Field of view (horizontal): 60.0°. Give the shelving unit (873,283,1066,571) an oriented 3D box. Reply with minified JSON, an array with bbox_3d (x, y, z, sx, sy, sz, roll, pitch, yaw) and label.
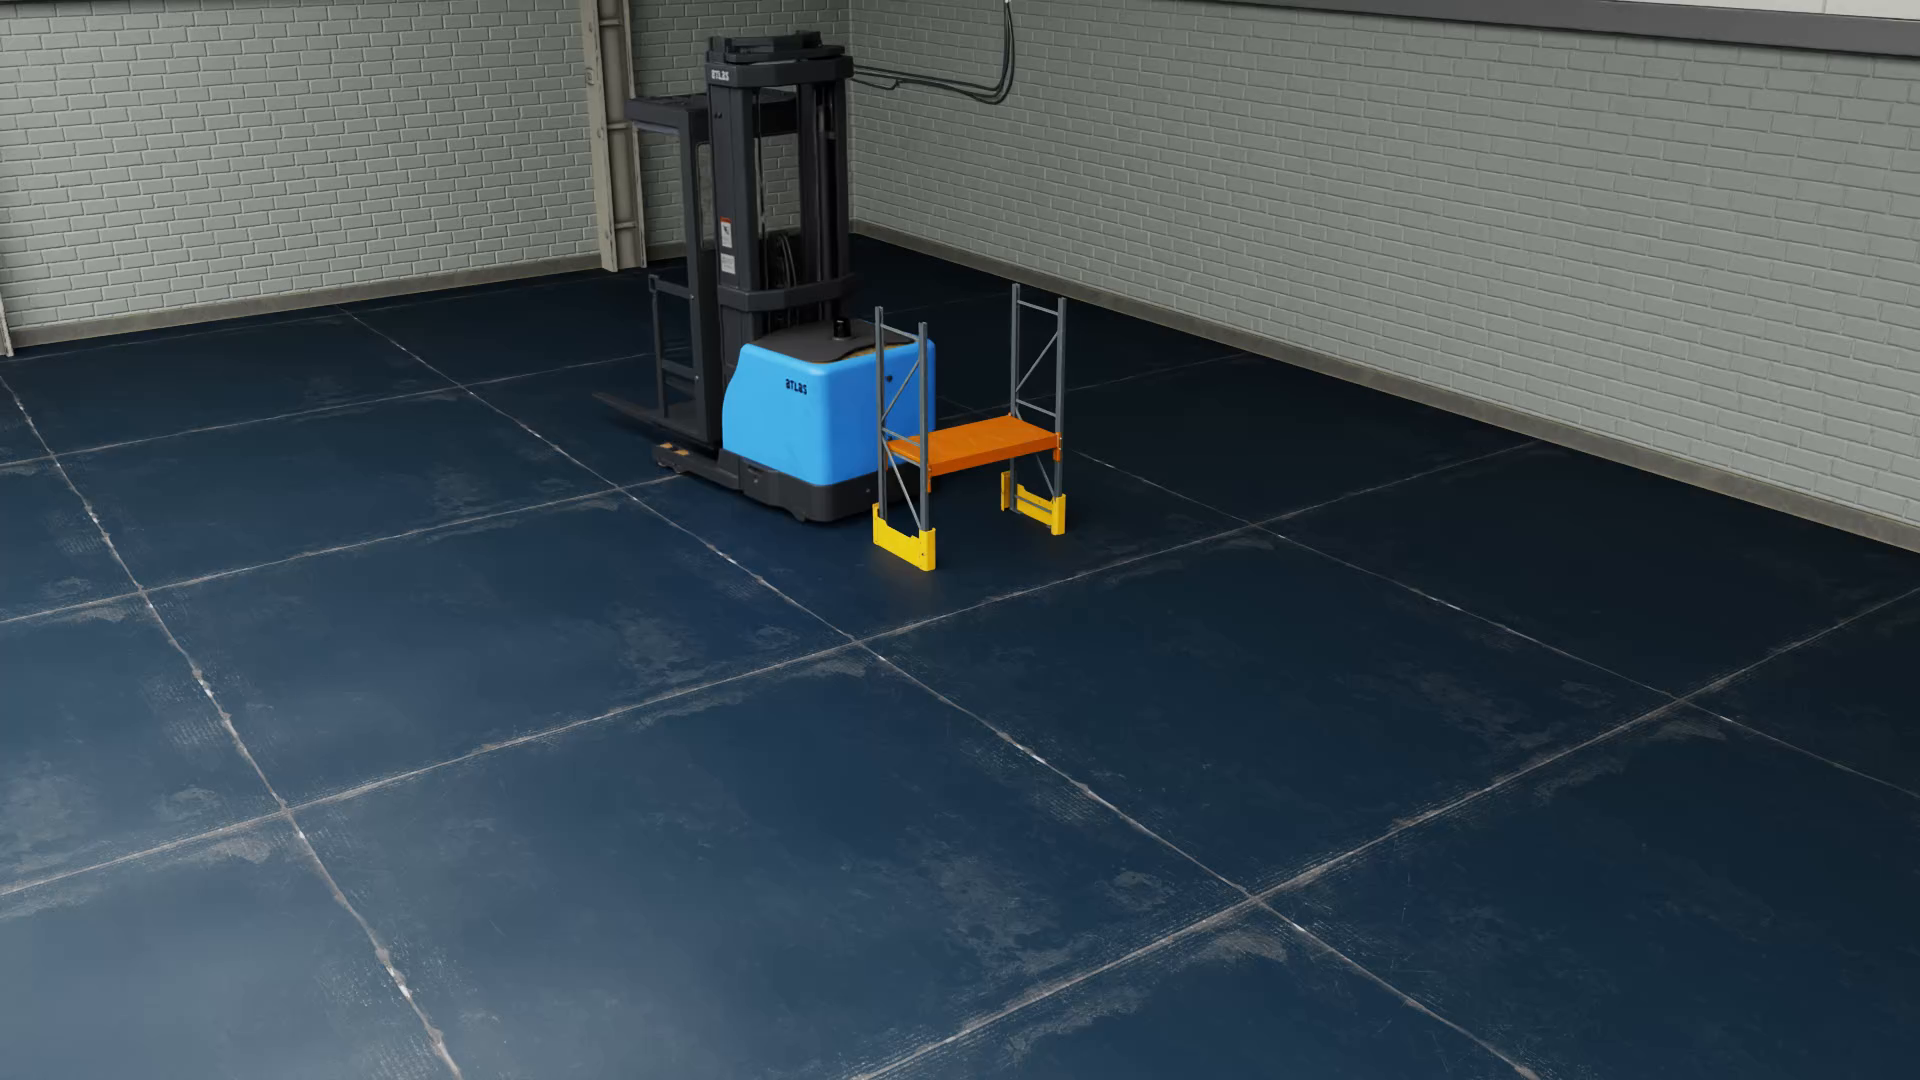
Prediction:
[{"bbox_3d":[0.062,-0.713,10.160,1.083,1.500,0.587,-15,26,-33],"label":"shelving unit"}]

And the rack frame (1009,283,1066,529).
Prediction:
[{"bbox_3d":[0.482,-0.825,10.440,0.032,1.500,0.500,-15,26,-33],"label":"rack frame"}]

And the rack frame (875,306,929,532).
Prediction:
[{"bbox_3d":[-0.343,-0.605,9.889,0.032,1.500,0.500,-15,26,-33],"label":"rack frame"}]

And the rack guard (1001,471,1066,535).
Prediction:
[{"bbox_3d":[0.466,-0.240,10.662,0.087,0.250,0.587,-15,26,-33],"label":"rack guard"}]

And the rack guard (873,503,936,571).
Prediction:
[{"bbox_3d":[-0.342,-0.025,10.121,0.087,0.250,0.587,-15,26,-33],"label":"rack guard"}]

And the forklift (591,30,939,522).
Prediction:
[{"bbox_3d":[-1.514,-1.934,11.289,1.130,2.935,3.031,-19,29,-39],"label":"forklift"}]

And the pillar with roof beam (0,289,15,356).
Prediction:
[{"bbox_3d":[-5.923,-4.485,9.495,0.400,9.000,9.100,-15,26,-33],"label":"pillar with roof beam"}]

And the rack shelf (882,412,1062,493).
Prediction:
[{"bbox_3d":[0.069,-0.548,10.231,1.000,0.185,0.538,-15,26,-33],"label":"rack shelf"}]

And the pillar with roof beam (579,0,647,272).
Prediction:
[{"bbox_3d":[-1.052,-5.784,12.749,0.400,9.000,9.100,-15,26,-33],"label":"pillar with roof beam"}]

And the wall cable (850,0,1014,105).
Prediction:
[{"bbox_3d":[-0.403,-5.877,17.172,0.112,2.526,3.097,-15,26,-33],"label":"wall cable"}]
